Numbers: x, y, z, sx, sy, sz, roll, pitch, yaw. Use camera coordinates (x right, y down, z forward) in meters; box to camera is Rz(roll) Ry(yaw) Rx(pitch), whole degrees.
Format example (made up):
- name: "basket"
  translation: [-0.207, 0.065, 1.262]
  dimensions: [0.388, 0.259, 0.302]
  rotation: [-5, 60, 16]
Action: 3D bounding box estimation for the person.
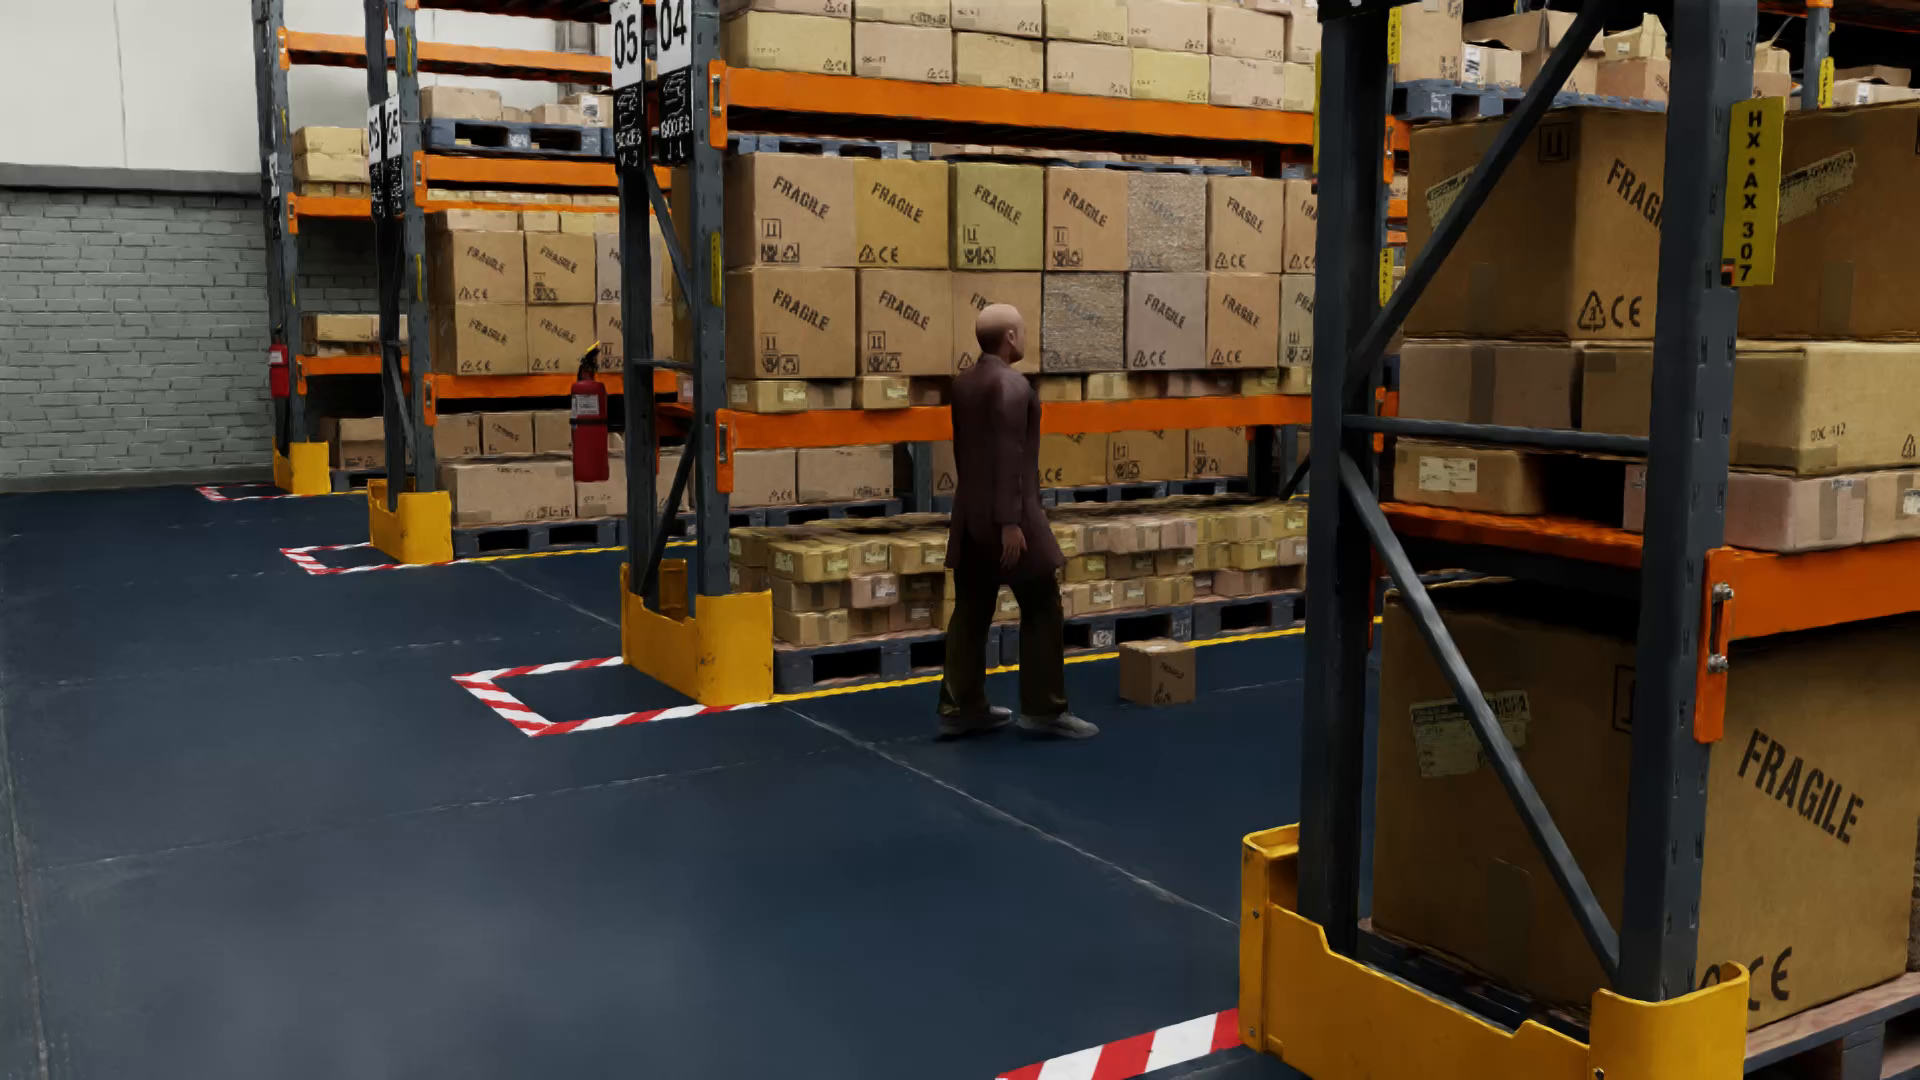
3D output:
- name: "person"
  translation: [0.198, -0.071, 6.895]
  dimensions: [0.641, 1.806, 0.583]
  rotation: [-5, 9, -32]
